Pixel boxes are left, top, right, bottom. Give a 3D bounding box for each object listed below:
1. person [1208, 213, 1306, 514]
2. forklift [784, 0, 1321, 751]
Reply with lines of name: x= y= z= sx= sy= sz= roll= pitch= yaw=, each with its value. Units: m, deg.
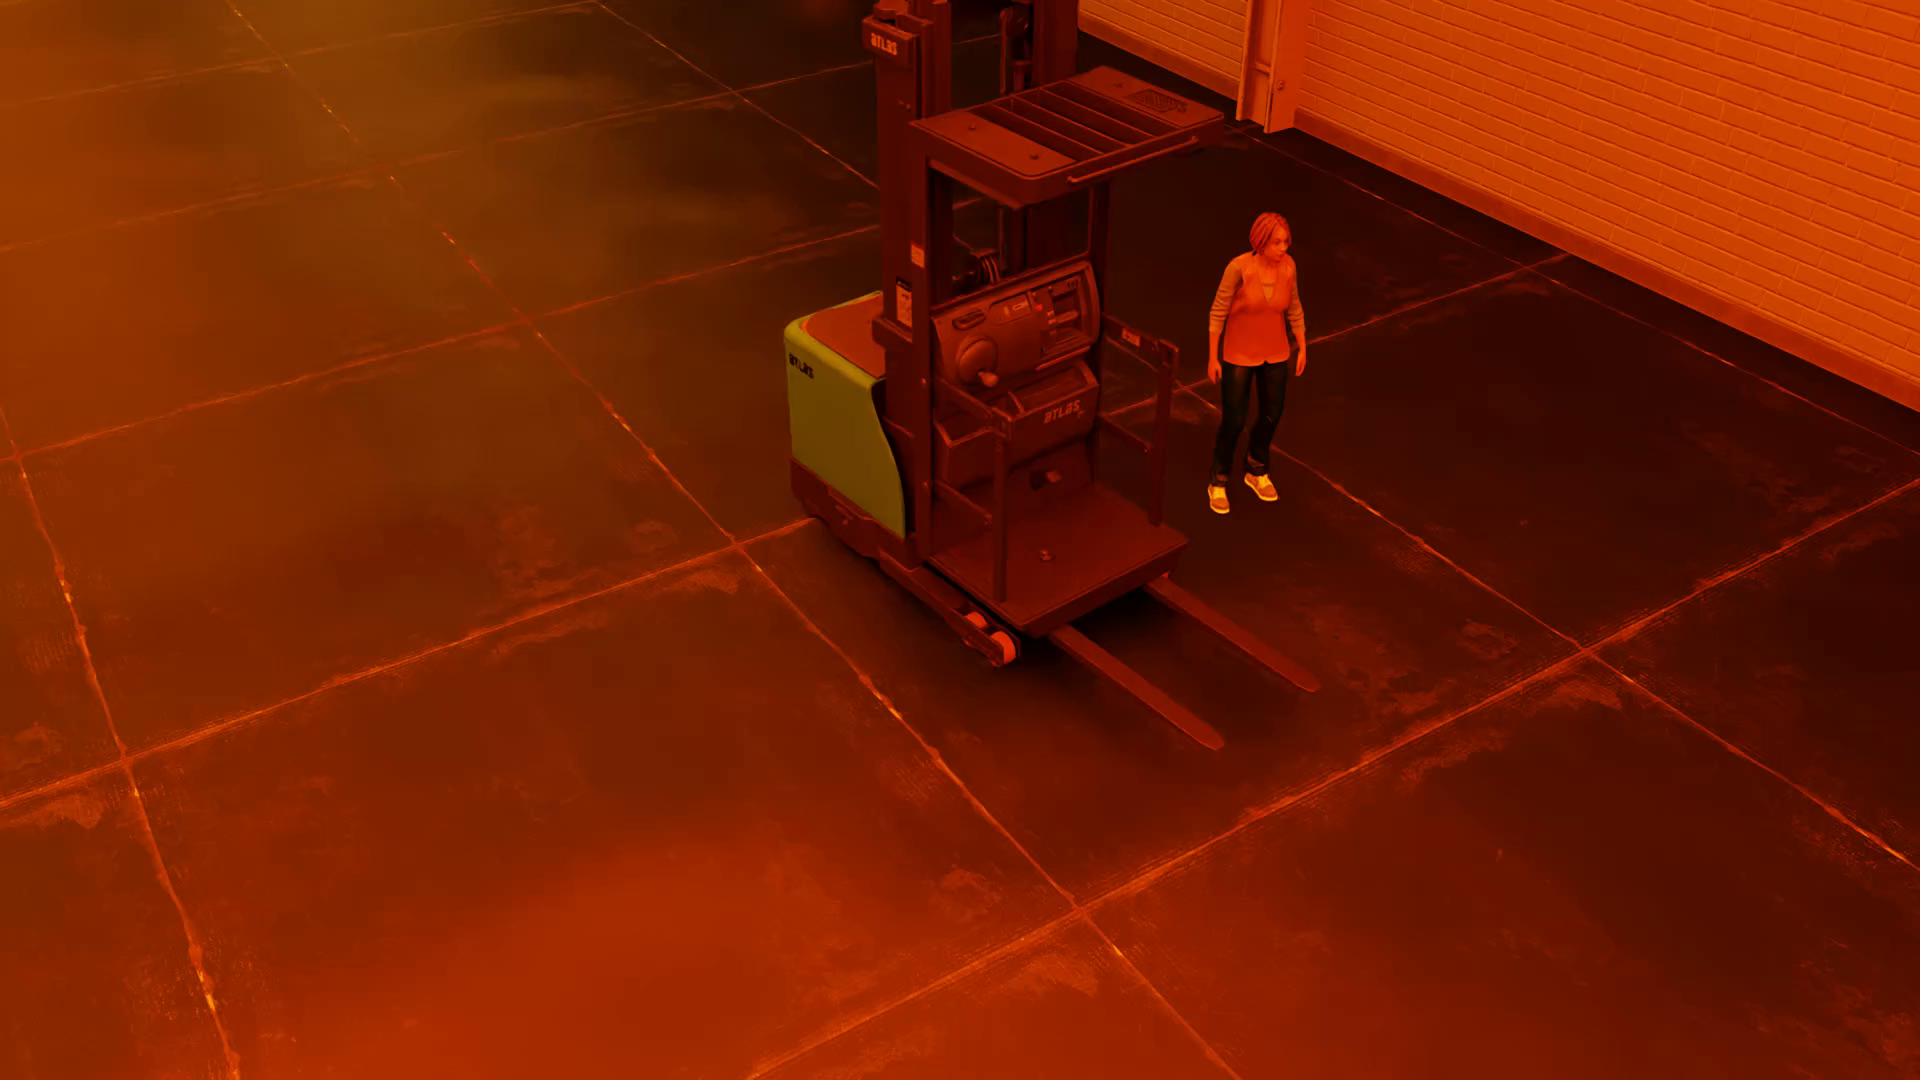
person: x=1.549 y=-0.917 z=8.613 sx=0.530 sy=1.600 sz=0.401 roll=-9 pitch=36 yaw=-13
forklift: x=0.402 y=-0.926 z=7.465 sx=1.130 sy=2.935 sz=3.031 roll=-25 pitch=42 yaw=-31
